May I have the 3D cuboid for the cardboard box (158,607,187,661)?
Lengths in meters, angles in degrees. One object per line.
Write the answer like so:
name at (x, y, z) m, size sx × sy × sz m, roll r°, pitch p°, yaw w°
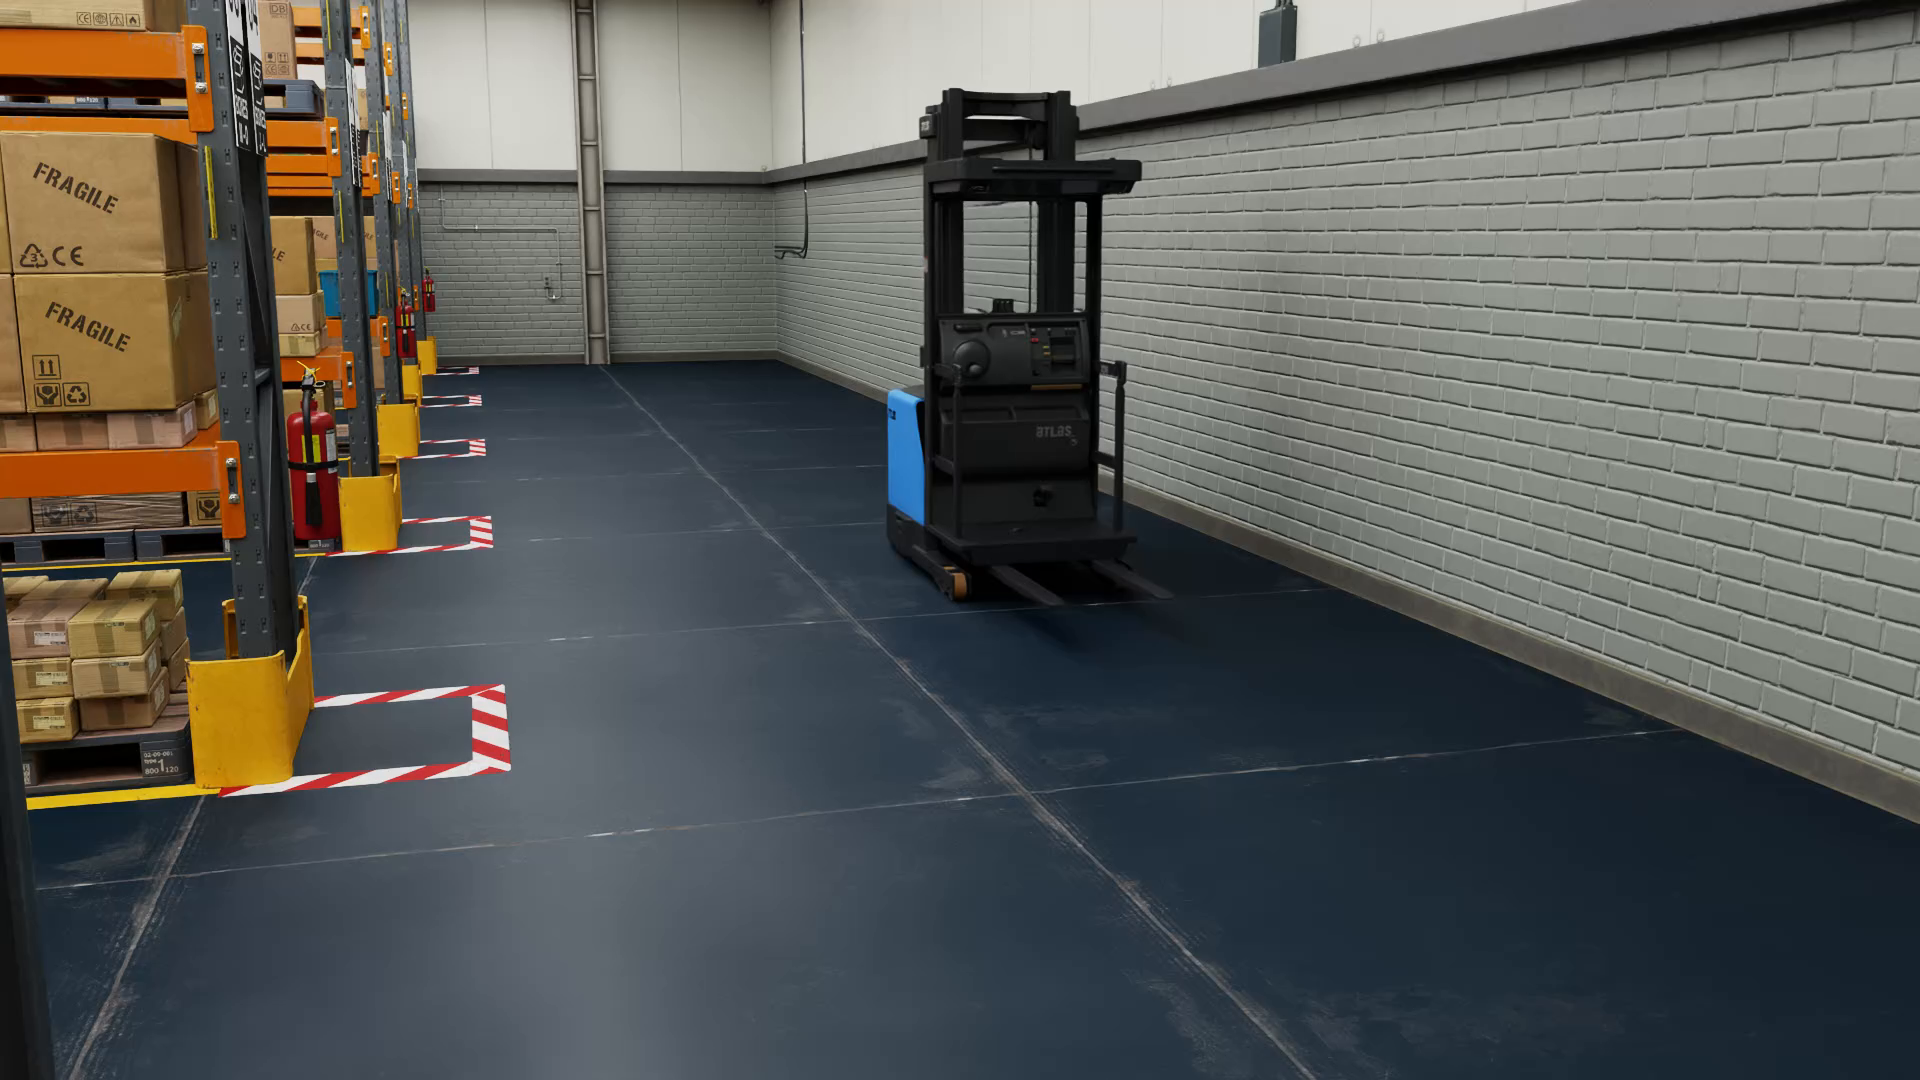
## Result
cardboard box at (-3.428, 0.399, 6.989) m, size 0.250 × 0.149 × 0.380 m, roll -3°, pitch 11°, yaw -14°

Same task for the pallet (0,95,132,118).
pallet at (-6.025, -2.830, 10.593) m, size 1.213 × 0.211 × 1.003 m, roll -3°, pitch 11°, yaw -16°

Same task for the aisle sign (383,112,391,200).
aisle sign at (-5.375, -3.592, 15.594) m, size 0.004 × 0.787 × 0.394 m, roll -3°, pitch 11°, yaw -16°

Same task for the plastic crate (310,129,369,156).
plastic crate at (-5.974, -3.801, 15.983) m, size 0.590 × 0.269 × 0.497 m, roll -3°, pitch 11°, yaw -16°

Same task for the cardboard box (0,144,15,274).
cardboard box at (-3.709, -1.228, 6.071) m, size 0.500 × 0.500 × 0.500 m, roll -3°, pitch 11°, yaw -18°

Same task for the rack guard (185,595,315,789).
rack guard at (-2.926, 0.601, 6.903) m, size 0.348 × 0.500 × 1.175 m, roll -3°, pitch 11°, yaw -16°

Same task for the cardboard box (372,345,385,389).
cardboard box at (-7.360, -2.139, 20.569) m, size 0.500 × 0.500 × 0.500 m, roll -3°, pitch 11°, yaw -16°

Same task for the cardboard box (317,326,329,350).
cardboard box at (-4.575, -1.416, 11.646) m, size 0.250 × 0.149 × 0.380 m, roll -3°, pitch 11°, yaw -15°

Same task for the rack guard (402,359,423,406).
rack guard at (-6.980, -1.989, 20.970) m, size 0.348 × 0.500 × 1.175 m, roll -3°, pitch 11°, yaw -16°

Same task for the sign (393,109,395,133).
sign at (-6.771, -5.035, 19.883) m, size 0.005 × 0.325 × 0.100 m, roll -3°, pitch 11°, yaw -16°

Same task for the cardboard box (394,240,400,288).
cardboard box at (-8.782, -4.203, 25.264) m, size 0.700 × 0.700 × 0.980 m, roll -3°, pitch 11°, yaw -13°

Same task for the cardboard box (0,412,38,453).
cardboard box at (-3.573, -0.422, 6.248) m, size 0.250 × 0.149 × 0.380 m, roll -3°, pitch 11°, yaw -17°

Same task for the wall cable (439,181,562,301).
wall cable at (-7.330, -4.812, 26.594) m, size 1.851 × 1.984 × 0.084 m, roll -3°, pitch 11°, yaw -16°

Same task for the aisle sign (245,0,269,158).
aisle sign at (-2.866, -1.967, 6.766) m, size 0.004 × 0.787 × 0.394 m, roll -3°, pitch 11°, yaw -16°

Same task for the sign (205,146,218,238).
sign at (-2.717, -1.260, 6.035) m, size 0.005 × 0.325 × 0.100 m, roll -3°, pitch 11°, yaw -16°

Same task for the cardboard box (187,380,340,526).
cardboard box at (-4.734, -0.615, 11.312) m, size 0.875 × 0.875 × 0.875 m, roll -3°, pitch 11°, yaw -16°

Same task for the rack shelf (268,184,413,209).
rack shelf at (-10.216, -5.103, 24.685) m, size 4.000 × 0.370 × 1.077 m, roll -3°, pitch 11°, yaw -16°

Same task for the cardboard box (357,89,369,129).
cardboard box at (-7.396, -5.209, 20.236) m, size 0.500 × 0.500 × 0.700 m, roll -3°, pitch 11°, yaw -16°

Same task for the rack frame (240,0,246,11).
rack frame at (-2.853, -3.583, 6.154) m, size 0.127 × 3.000 × 1.000 m, roll -3°, pitch 11°, yaw -16°

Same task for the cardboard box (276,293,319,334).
cardboard box at (-4.533, -1.502, 11.012) m, size 0.500 × 0.250 × 0.500 m, roll -3°, pitch 11°, yaw -17°

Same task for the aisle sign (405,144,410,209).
aisle sign at (-6.924, -4.555, 20.825) m, size 0.004 × 0.787 × 0.394 m, roll -3°, pitch 11°, yaw -16°

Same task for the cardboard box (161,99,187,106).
cardboard box at (-9.294, -5.094, 19.610) m, size 0.500 × 0.500 × 0.700 m, roll -3°, pitch 11°, yaw -16°

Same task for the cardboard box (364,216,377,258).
cardboard box at (-7.258, -3.693, 20.283) m, size 0.500 × 0.500 × 0.500 m, roll -3°, pitch 11°, yaw -16°

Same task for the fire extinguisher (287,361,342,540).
fire extinguisher at (-2.482, -0.344, 6.372) m, size 0.183 × 0.674 × 0.296 m, roll -3°, pitch 11°, yaw -16°

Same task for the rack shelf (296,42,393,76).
rack shelf at (-8.828, -5.716, 19.737) m, size 4.000 × 0.370 × 1.077 m, roll -3°, pitch 11°, yaw -16°

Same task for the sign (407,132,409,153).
sign at (-8.157, -5.860, 24.580) m, size 0.005 × 0.325 × 0.100 m, roll -3°, pitch 11°, yaw -16°

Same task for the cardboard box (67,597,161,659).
cardboard box at (-3.290, 0.341, 6.479) m, size 0.250 × 0.149 × 0.380 m, roll -3°, pitch 11°, yaw -15°

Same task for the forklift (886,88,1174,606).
forklift at (0.389, -1.169, 9.799) m, size 1.130 × 2.935 × 3.031 m, roll -3°, pitch 11°, yaw -15°

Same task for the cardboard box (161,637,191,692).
cardboard box at (-3.445, 0.534, 7.076) m, size 0.250 × 0.149 × 0.380 m, roll -3°, pitch 11°, yaw -15°

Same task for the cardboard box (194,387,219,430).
cardboard box at (-3.255, -0.550, 6.941) m, size 0.250 × 0.149 × 0.380 m, roll -3°, pitch 11°, yaw -16°

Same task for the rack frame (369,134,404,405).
rack frame at (-5.526, -2.361, 16.086) m, size 0.127 × 3.000 × 1.000 m, roll -3°, pitch 11°, yaw -16°

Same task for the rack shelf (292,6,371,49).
rack shelf at (-7.447, -4.660, 15.094) m, size 4.000 × 0.370 × 1.077 m, roll -3°, pitch 11°, yaw -16°

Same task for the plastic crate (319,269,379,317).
plastic crate at (-5.796, -2.358, 15.809) m, size 0.499 × 0.435 × 0.616 m, roll -3°, pitch 11°, yaw -16°

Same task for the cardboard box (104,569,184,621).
cardboard box at (-3.451, 0.238, 7.041) m, size 0.250 × 0.149 × 0.380 m, roll -4°, pitch 11°, yaw -19°

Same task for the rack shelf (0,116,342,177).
rack shelf at (-6.062, -2.520, 10.653) m, size 4.000 × 0.370 × 1.077 m, roll -3°, pitch 11°, yaw -16°

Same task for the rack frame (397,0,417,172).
rack frame at (-8.295, -7.034, 24.898) m, size 0.127 × 3.000 × 1.000 m, roll -3°, pitch 11°, yaw -16°

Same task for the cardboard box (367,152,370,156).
cardboard box at (-7.327, -4.552, 20.116) m, size 0.500 × 0.250 × 0.500 m, roll -3°, pitch 11°, yaw -16°

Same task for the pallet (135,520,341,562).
pallet at (-4.888, -0.074, 11.368) m, size 1.213 × 0.211 × 1.003 m, roll -3°, pitch 11°, yaw -16°

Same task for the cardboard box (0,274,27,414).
cardboard box at (-3.708, -0.735, 6.158) m, size 0.500 × 0.500 × 0.500 m, roll -3°, pitch 11°, yaw -17°

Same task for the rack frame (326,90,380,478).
rack frame at (-4.142, -1.500, 11.409) m, size 0.127 × 3.000 × 1.000 m, roll -3°, pitch 11°, yaw -16°
